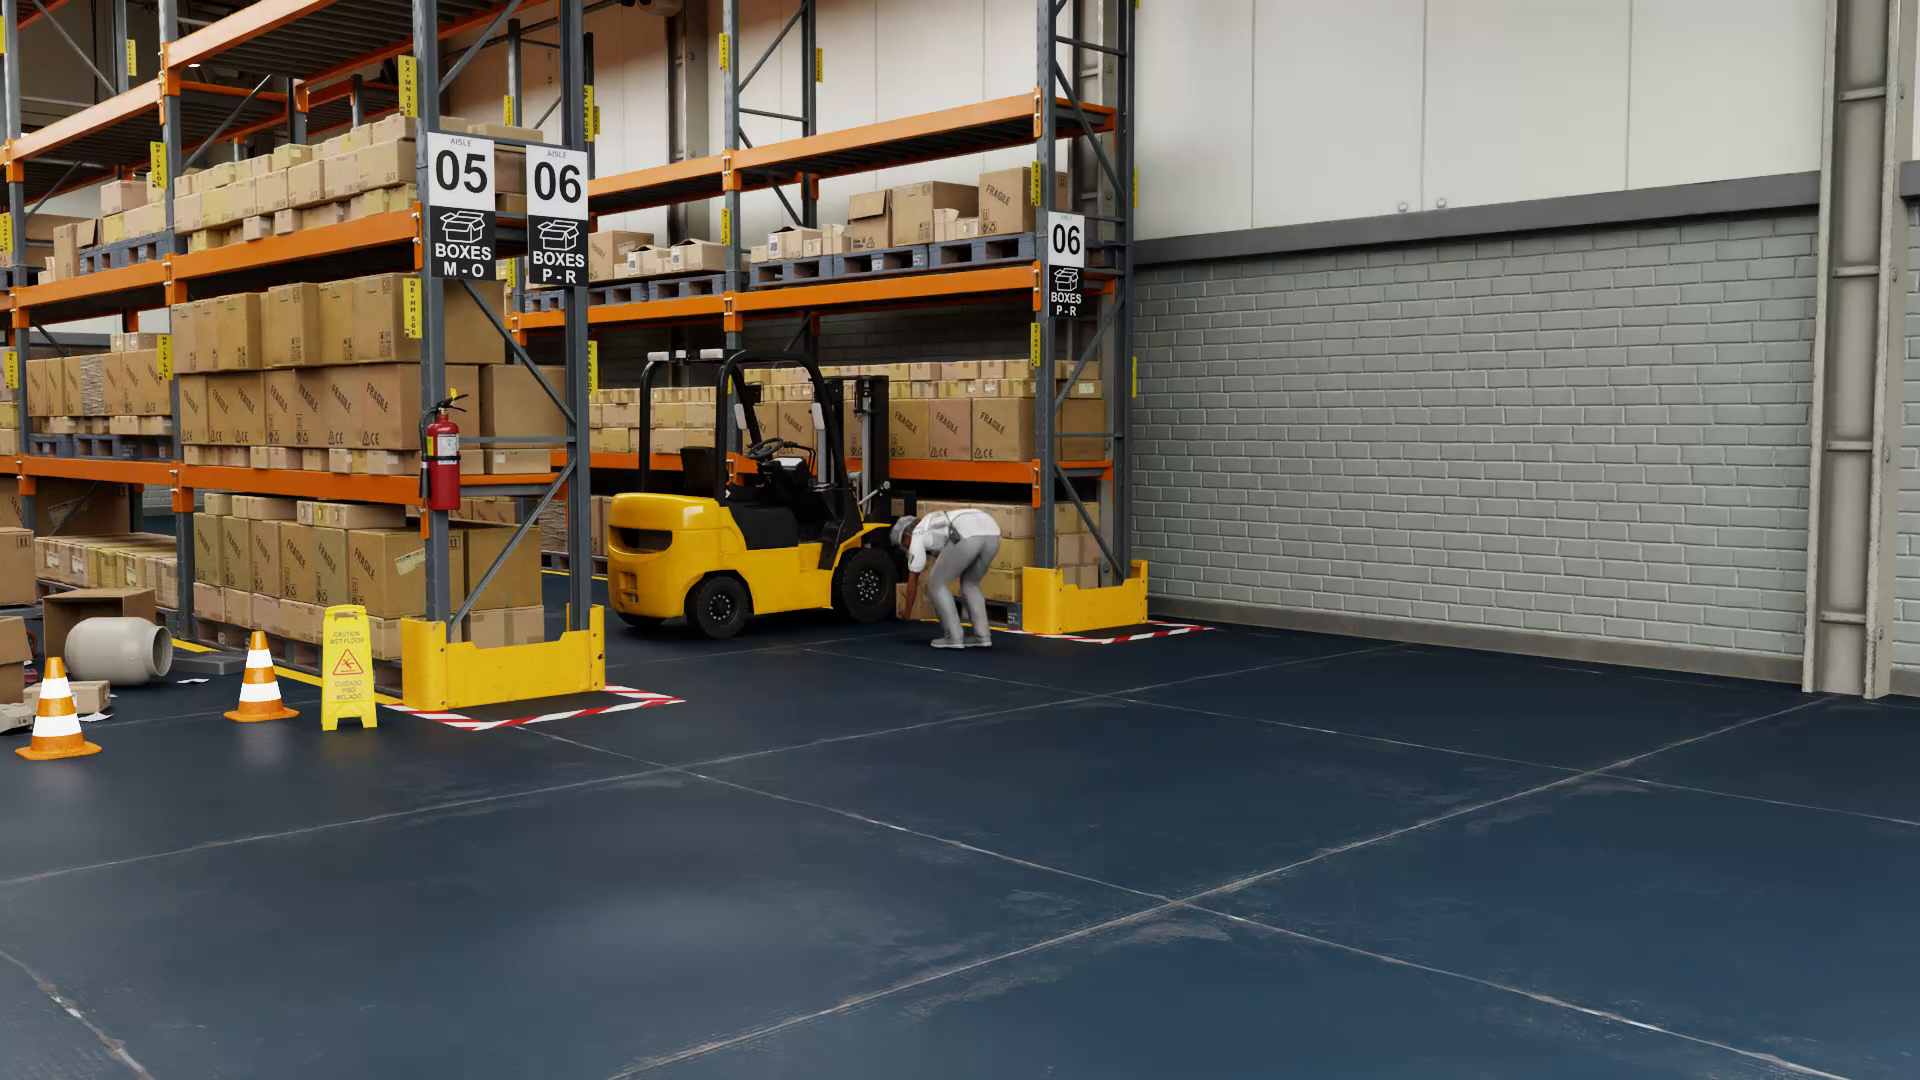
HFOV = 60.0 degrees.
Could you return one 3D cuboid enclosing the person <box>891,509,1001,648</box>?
[{"bbox_3d":[-0.115,0.267,11.994,0.931,0.999,0.433,4,6,43],"label":"person"}]
